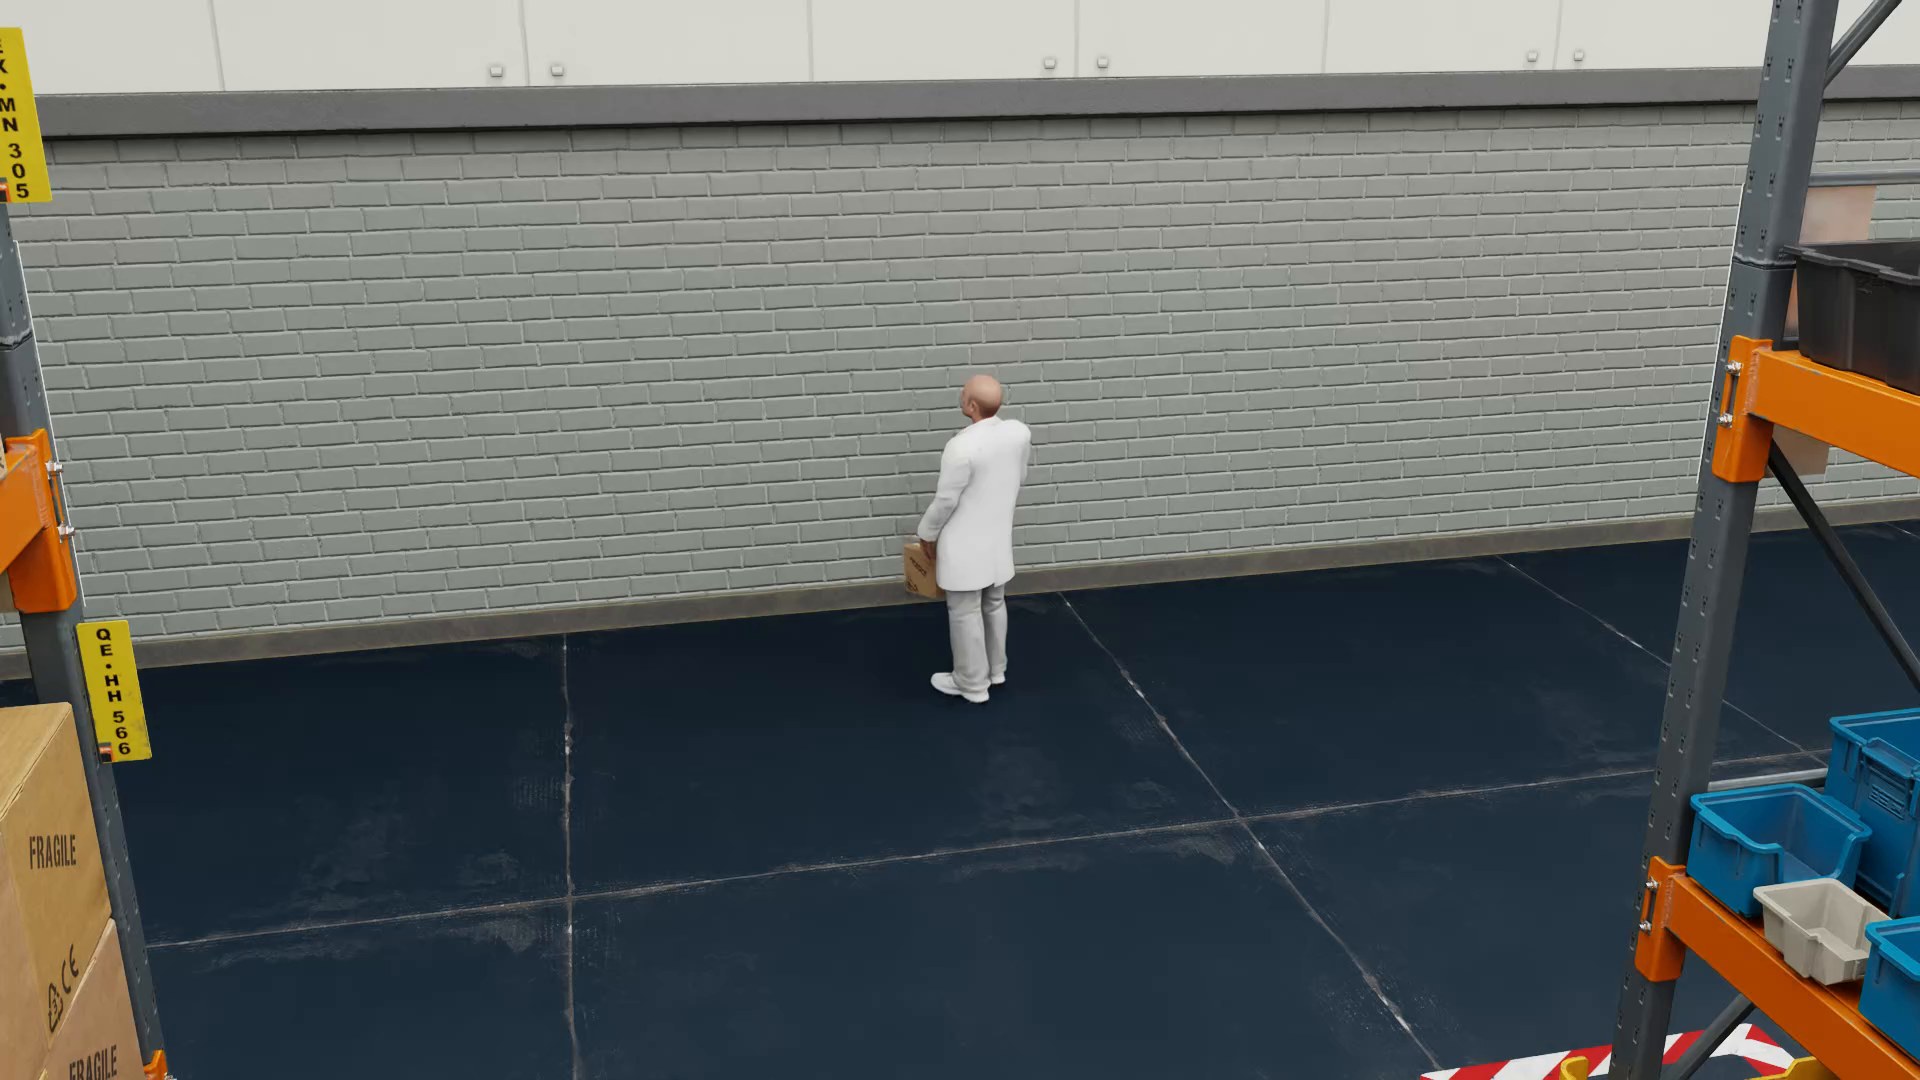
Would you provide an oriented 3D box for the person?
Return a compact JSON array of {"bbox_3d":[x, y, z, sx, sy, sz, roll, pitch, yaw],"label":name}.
[{"bbox_3d":[0.026,-0.027,8.647,0.612,1.776,0.576,-16,25,-39],"label":"person"}]
